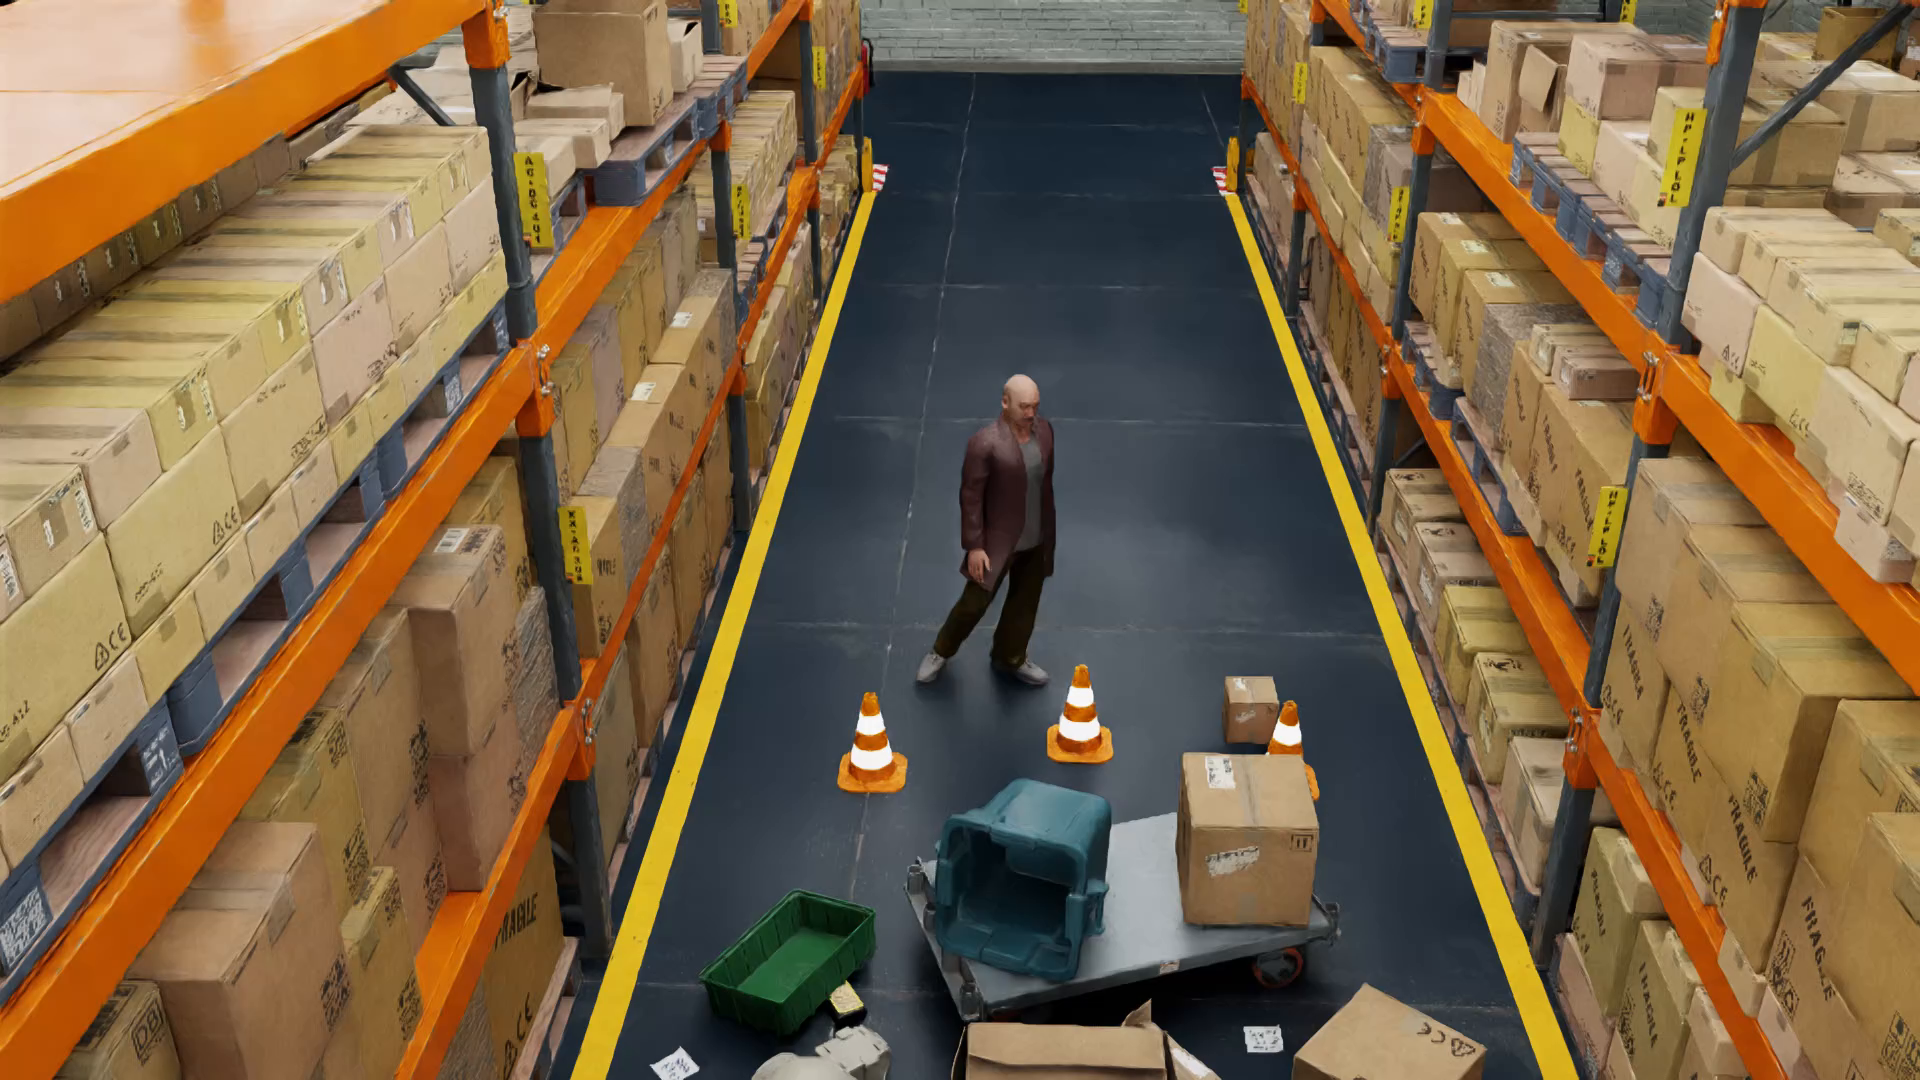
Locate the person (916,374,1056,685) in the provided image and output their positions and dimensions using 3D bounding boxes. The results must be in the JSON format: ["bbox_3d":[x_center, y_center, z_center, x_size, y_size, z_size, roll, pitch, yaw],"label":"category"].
[{"bbox_3d":[0.146,-0.037,8.696,0.793,1.770,0.517,-17,32,-29],"label":"person"}]
